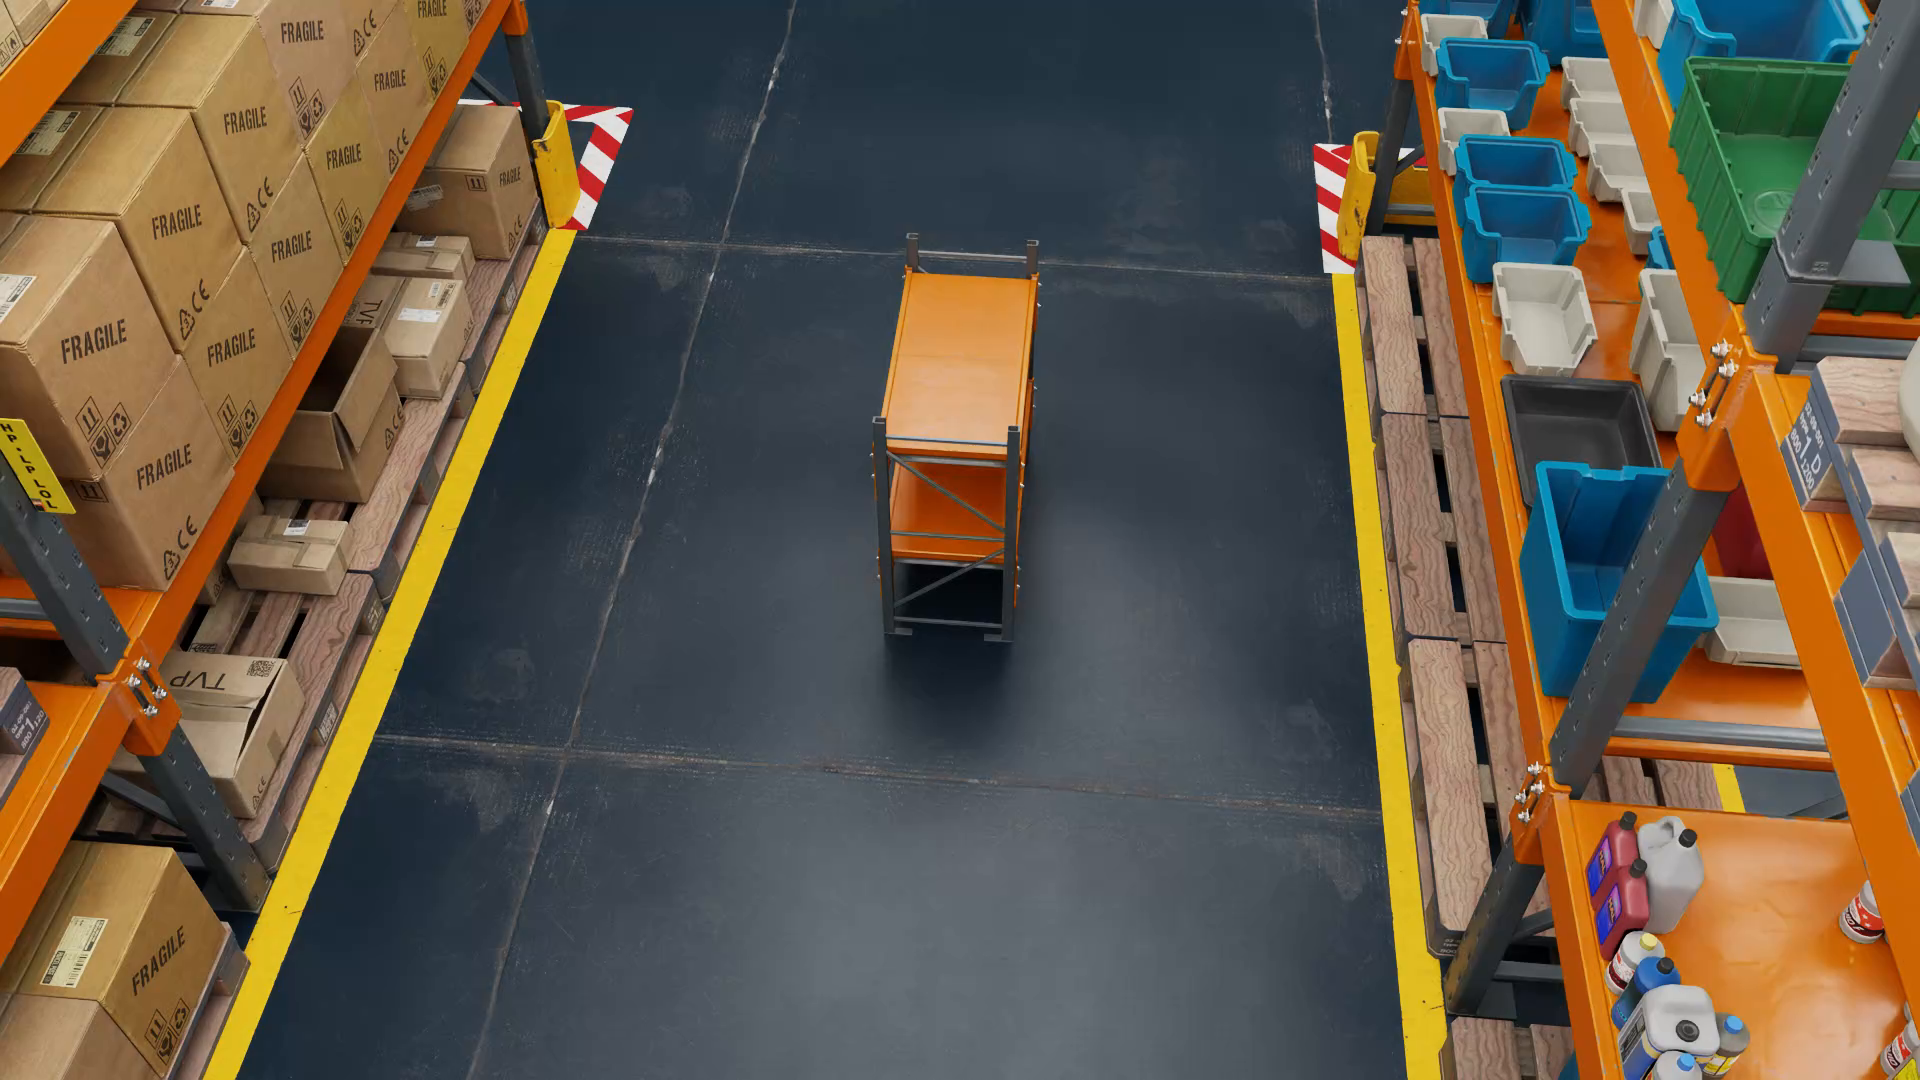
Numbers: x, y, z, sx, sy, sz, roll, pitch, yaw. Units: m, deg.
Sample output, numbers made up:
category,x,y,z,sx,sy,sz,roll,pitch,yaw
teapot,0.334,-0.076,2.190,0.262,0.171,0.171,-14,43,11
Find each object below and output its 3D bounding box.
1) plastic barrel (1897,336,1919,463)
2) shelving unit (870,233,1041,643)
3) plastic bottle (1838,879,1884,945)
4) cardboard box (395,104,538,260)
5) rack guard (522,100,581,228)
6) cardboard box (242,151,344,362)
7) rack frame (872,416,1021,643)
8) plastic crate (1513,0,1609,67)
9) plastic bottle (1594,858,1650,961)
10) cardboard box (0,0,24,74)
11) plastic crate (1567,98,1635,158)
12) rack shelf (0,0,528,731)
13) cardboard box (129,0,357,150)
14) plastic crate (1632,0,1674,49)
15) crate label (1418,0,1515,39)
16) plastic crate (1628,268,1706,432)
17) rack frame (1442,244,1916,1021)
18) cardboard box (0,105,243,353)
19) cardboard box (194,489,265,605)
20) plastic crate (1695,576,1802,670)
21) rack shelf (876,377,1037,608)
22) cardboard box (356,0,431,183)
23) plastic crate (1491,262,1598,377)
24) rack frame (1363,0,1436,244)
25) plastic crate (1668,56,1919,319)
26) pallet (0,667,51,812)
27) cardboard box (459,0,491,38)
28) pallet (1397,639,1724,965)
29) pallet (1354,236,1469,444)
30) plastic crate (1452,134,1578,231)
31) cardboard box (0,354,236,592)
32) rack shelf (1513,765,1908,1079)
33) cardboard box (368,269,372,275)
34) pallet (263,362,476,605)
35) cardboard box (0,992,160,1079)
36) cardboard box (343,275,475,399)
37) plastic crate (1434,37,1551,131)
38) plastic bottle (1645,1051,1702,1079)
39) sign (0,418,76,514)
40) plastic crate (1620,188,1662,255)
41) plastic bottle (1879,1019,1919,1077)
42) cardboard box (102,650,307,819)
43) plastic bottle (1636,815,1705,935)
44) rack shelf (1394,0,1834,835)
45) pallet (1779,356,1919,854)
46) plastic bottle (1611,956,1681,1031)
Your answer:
category,x,y,z,sx,sy,sz,roll,pitch,yaw
plastic barrel,1.777,-0.319,2.626,0.433,0.535,0.433,0,48,0
shelving unit,0.001,-0.385,6.365,0.538,1.125,1.048,4,48,4
plastic bottle,2.235,0.894,4.060,0.097,0.201,0.097,0,48,0
cardboard box,-2.297,-1.653,7.651,0.500,0.500,0.500,4,48,4
rack guard,-2.500,-1.865,8.143,1.175,0.500,0.348,4,48,4
cardboard box,-2.448,-0.959,5.553,0.500,0.500,0.500,4,48,3
rack frame,-0.046,-0.011,6.024,0.500,1.125,0.032,4,48,4
plastic crate,2.595,-2.202,6.693,0.616,0.435,0.499,4,48,4
plastic bottle,1.604,0.889,4.009,0.061,0.283,0.133,4,48,4
cardboard box,-2.567,-1.128,3.843,0.500,0.250,0.500,4,48,4
plastic crate,2.505,-1.537,6.287,0.396,0.136,0.243,4,48,4
rack shelf,-2.675,-1.052,6.193,1.077,0.370,4.000,4,48,4
cardboard box,-2.394,-1.660,5.516,0.500,0.500,0.500,5,48,5
plastic crate,1.812,-1.373,4.145,0.293,0.136,0.466,4,48,4
crate label,2.089,-2.233,6.858,0.416,0.233,0.303,4,48,4
plastic crate,2.397,-0.579,5.313,0.437,0.282,0.530,4,48,4
rack frame,2.075,0.511,4.276,1.000,3.000,0.127,4,48,4
cardboard box,-2.488,-0.903,4.824,0.500,0.500,0.500,3,48,2
cardboard box,-3.020,-0.055,6.318,0.500,0.311,0.500,4,48,4
plastic crate,2.260,0.247,4.655,0.396,0.136,0.243,4,48,4
rack shelf,0.001,-0.220,6.546,0.538,0.278,1.000,4,48,4
cardboard box,-2.358,-1.703,6.233,0.500,0.500,0.500,4,48,4
plastic crate,1.934,-0.720,5.540,0.293,0.136,0.466,4,48,4
rack frame,2.439,-2.429,6.964,1.000,3.000,0.127,4,48,4
plastic crate,1.812,-0.762,3.551,0.450,0.188,0.662,4,48,4
pallet,-3.039,0.819,4.124,1.003,0.211,1.213,4,48,4
cardboard box,-2.263,-2.451,6.917,0.500,0.500,0.500,5,48,5
pallet,2.103,0.909,5.802,1.003,0.211,1.213,4,48,4
pallet,2.326,-0.884,7.442,1.003,0.211,1.213,4,48,4
plastic crate,1.969,-1.266,5.974,0.416,0.233,0.300,4,48,4
cardboard box,-2.540,-0.215,4.872,0.500,0.500,0.500,5,48,5
rack shelf,1.893,2.223,3.197,1.077,0.370,4.000,4,48,4
cardboard box,-2.871,-1.237,7.440,0.500,0.250,0.500,4,48,4
pallet,-2.685,-0.288,6.896,1.003,0.211,1.213,4,48,4
cardboard box,-2.671,1.615,4.662,0.500,0.500,0.500,4,48,4
cardboard box,-2.414,-0.873,7.107,0.500,0.250,0.500,4,48,4
plastic crate,2.029,-1.749,6.416,0.416,0.233,0.300,4,48,4
plastic bottle,1.582,1.221,3.714,0.097,0.271,0.097,0,48,0
sign,-2.305,-0.181,4.124,0.100,0.325,0.005,4,48,4
plastic crate,2.495,-1.111,5.898,0.298,0.136,0.250,4,48,4
plastic bottle,2.202,1.163,3.814,0.097,0.201,0.097,0,48,0
cardboard box,-2.604,0.640,5.682,0.500,0.311,0.500,4,48,4
plastic bottle,1.716,0.794,4.050,0.144,0.351,0.185,4,48,4
rack shelf,2.257,-0.716,5.886,1.077,0.370,4.000,4,48,4
pallet,2.101,0.145,2.706,1.213,0.211,1.003,4,48,4
plastic bottle,1.603,1.050,3.870,0.097,0.271,0.097,0,48,0
